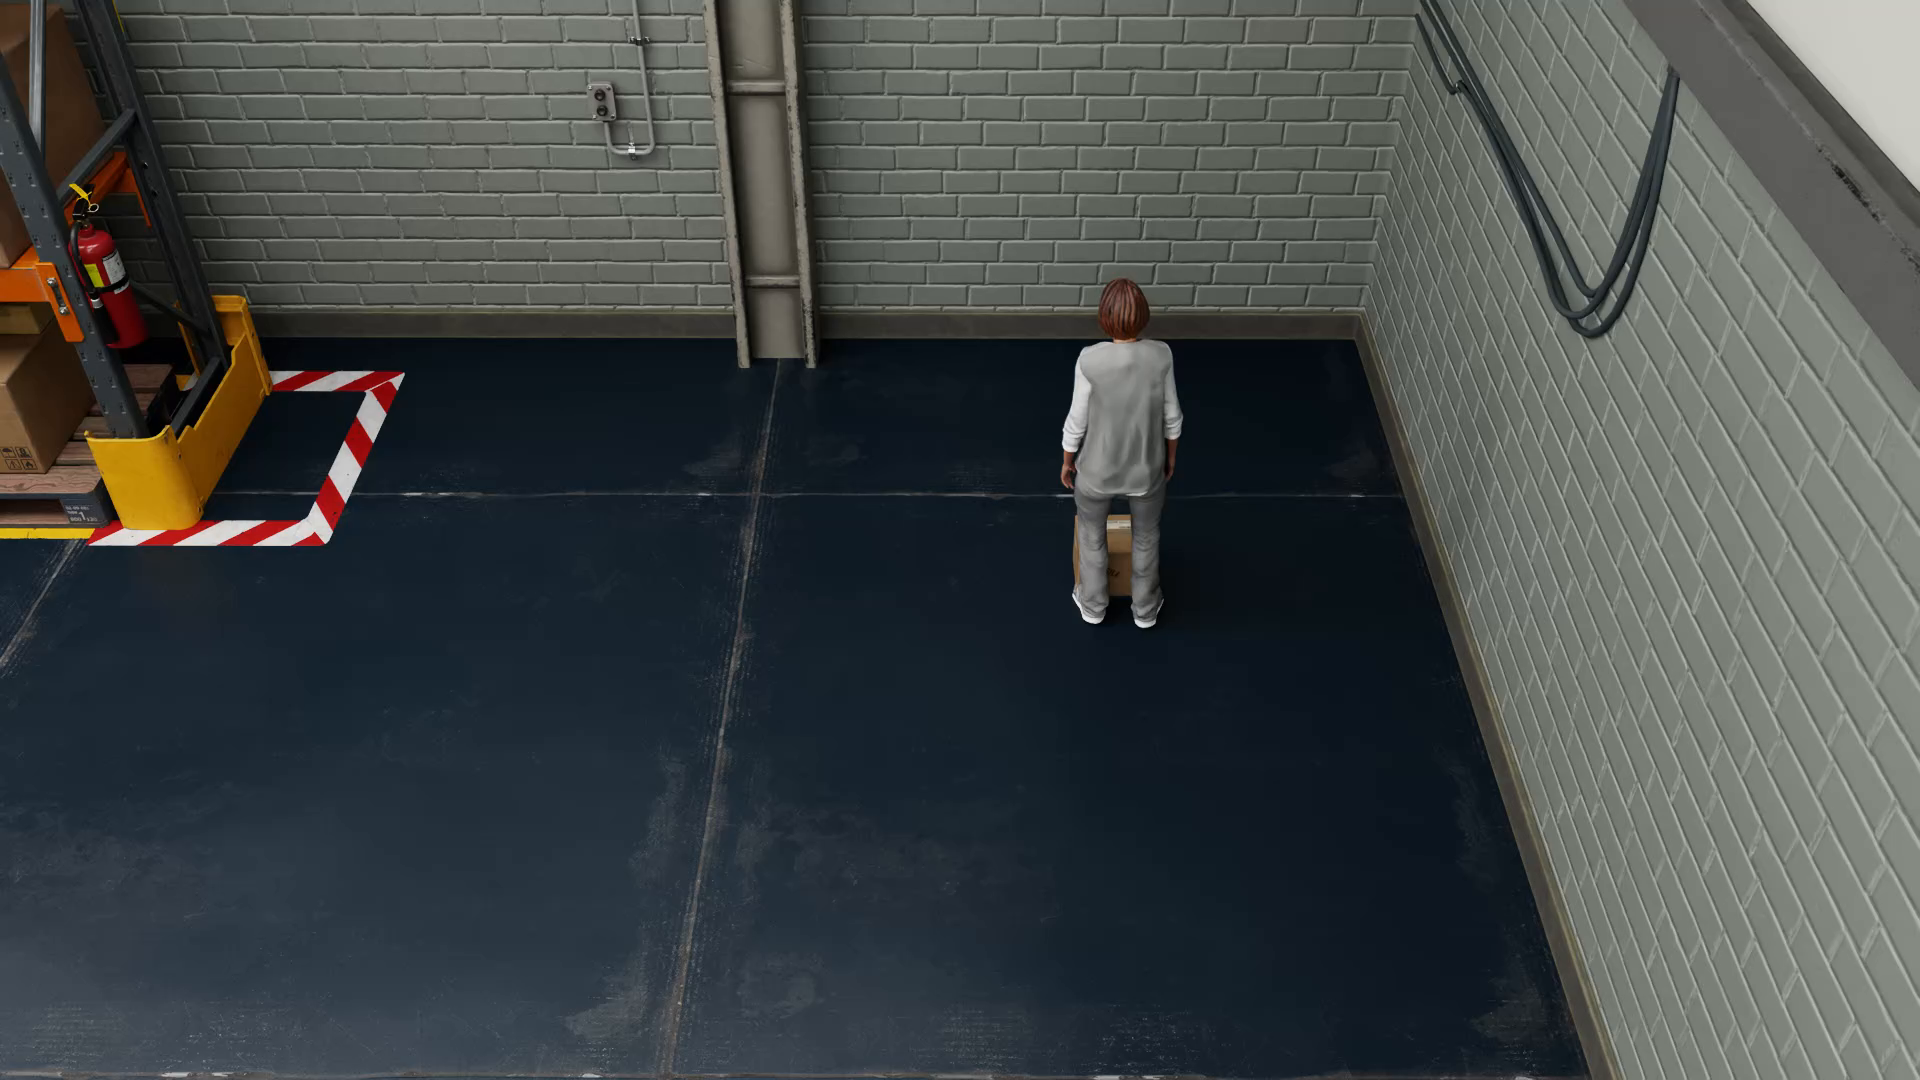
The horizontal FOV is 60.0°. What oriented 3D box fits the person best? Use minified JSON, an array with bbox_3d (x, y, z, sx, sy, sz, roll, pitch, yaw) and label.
[{"bbox_3d":[0.629,-0.298,6.520,0.481,1.591,0.378,-2,40,-3],"label":"person"}]
